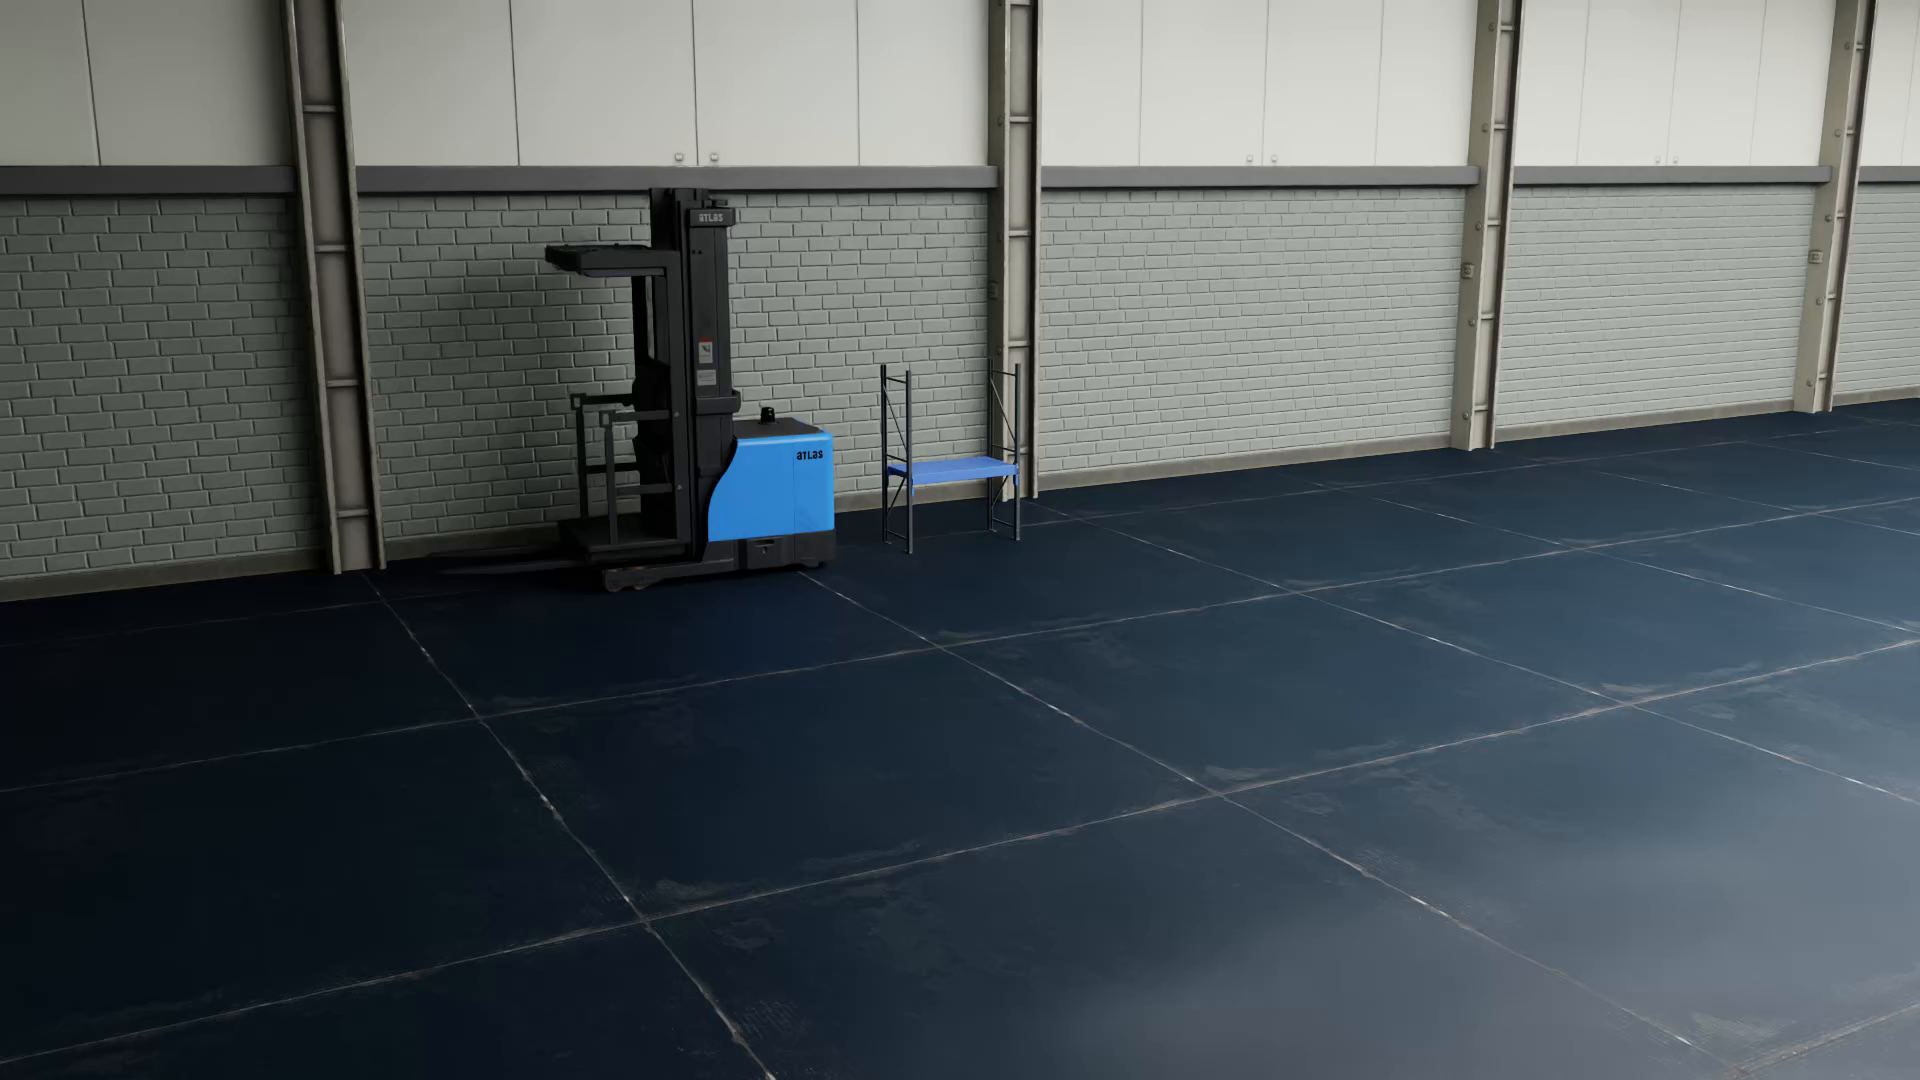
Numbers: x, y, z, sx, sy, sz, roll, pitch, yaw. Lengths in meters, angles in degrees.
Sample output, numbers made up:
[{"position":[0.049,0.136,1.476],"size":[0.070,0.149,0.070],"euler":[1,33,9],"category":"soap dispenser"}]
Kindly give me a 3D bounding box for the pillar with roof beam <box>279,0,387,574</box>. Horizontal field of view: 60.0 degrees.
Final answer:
[{"position":[-2.703,-3.343,8.468],"size":[0.400,9.000,9.100],"euler":[-7,14,-28],"category":"pillar with roof beam"}]

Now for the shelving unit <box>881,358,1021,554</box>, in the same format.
[{"position":[-0.075,-0.723,13.905],"size":[1.048,1.500,0.538],"euler":[-7,14,-28],"category":"shelving unit"}]

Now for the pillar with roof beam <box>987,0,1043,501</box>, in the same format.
[{"position":[2.563,-3.974,11.273],"size":[0.400,9.000,9.100],"euler":[-7,14,-28],"category":"pillar with roof beam"}]

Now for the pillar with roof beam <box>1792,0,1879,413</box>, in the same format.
[{"position":[13.096,-5.237,16.882],"size":[0.400,9.000,9.100],"euler":[-7,14,-28],"category":"pillar with roof beam"}]

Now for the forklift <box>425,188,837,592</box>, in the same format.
[{"position":[-2.537,-1.174,12.650],"size":[3.031,2.935,1.130],"euler":[-6,14,-24],"category":"forklift"}]

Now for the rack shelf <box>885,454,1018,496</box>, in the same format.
[{"position":[-0.075,-0.547,13.944],"size":[1.000,0.185,0.538],"euler":[-7,14,-28],"category":"rack shelf"}]

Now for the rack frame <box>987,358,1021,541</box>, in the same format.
[{"position":[0.371,-0.776,14.142],"size":[0.032,1.500,0.500],"euler":[-7,14,-28],"category":"rack frame"}]

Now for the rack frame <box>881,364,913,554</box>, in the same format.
[{"position":[-0.521,-0.669,13.667],"size":[0.032,1.500,0.500],"euler":[-7,14,-28],"category":"rack frame"}]

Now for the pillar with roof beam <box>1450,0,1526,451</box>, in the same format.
[{"position":[7.830,-4.605,14.077],"size":[0.400,9.000,9.100],"euler":[-7,14,-28],"category":"pillar with roof beam"}]
